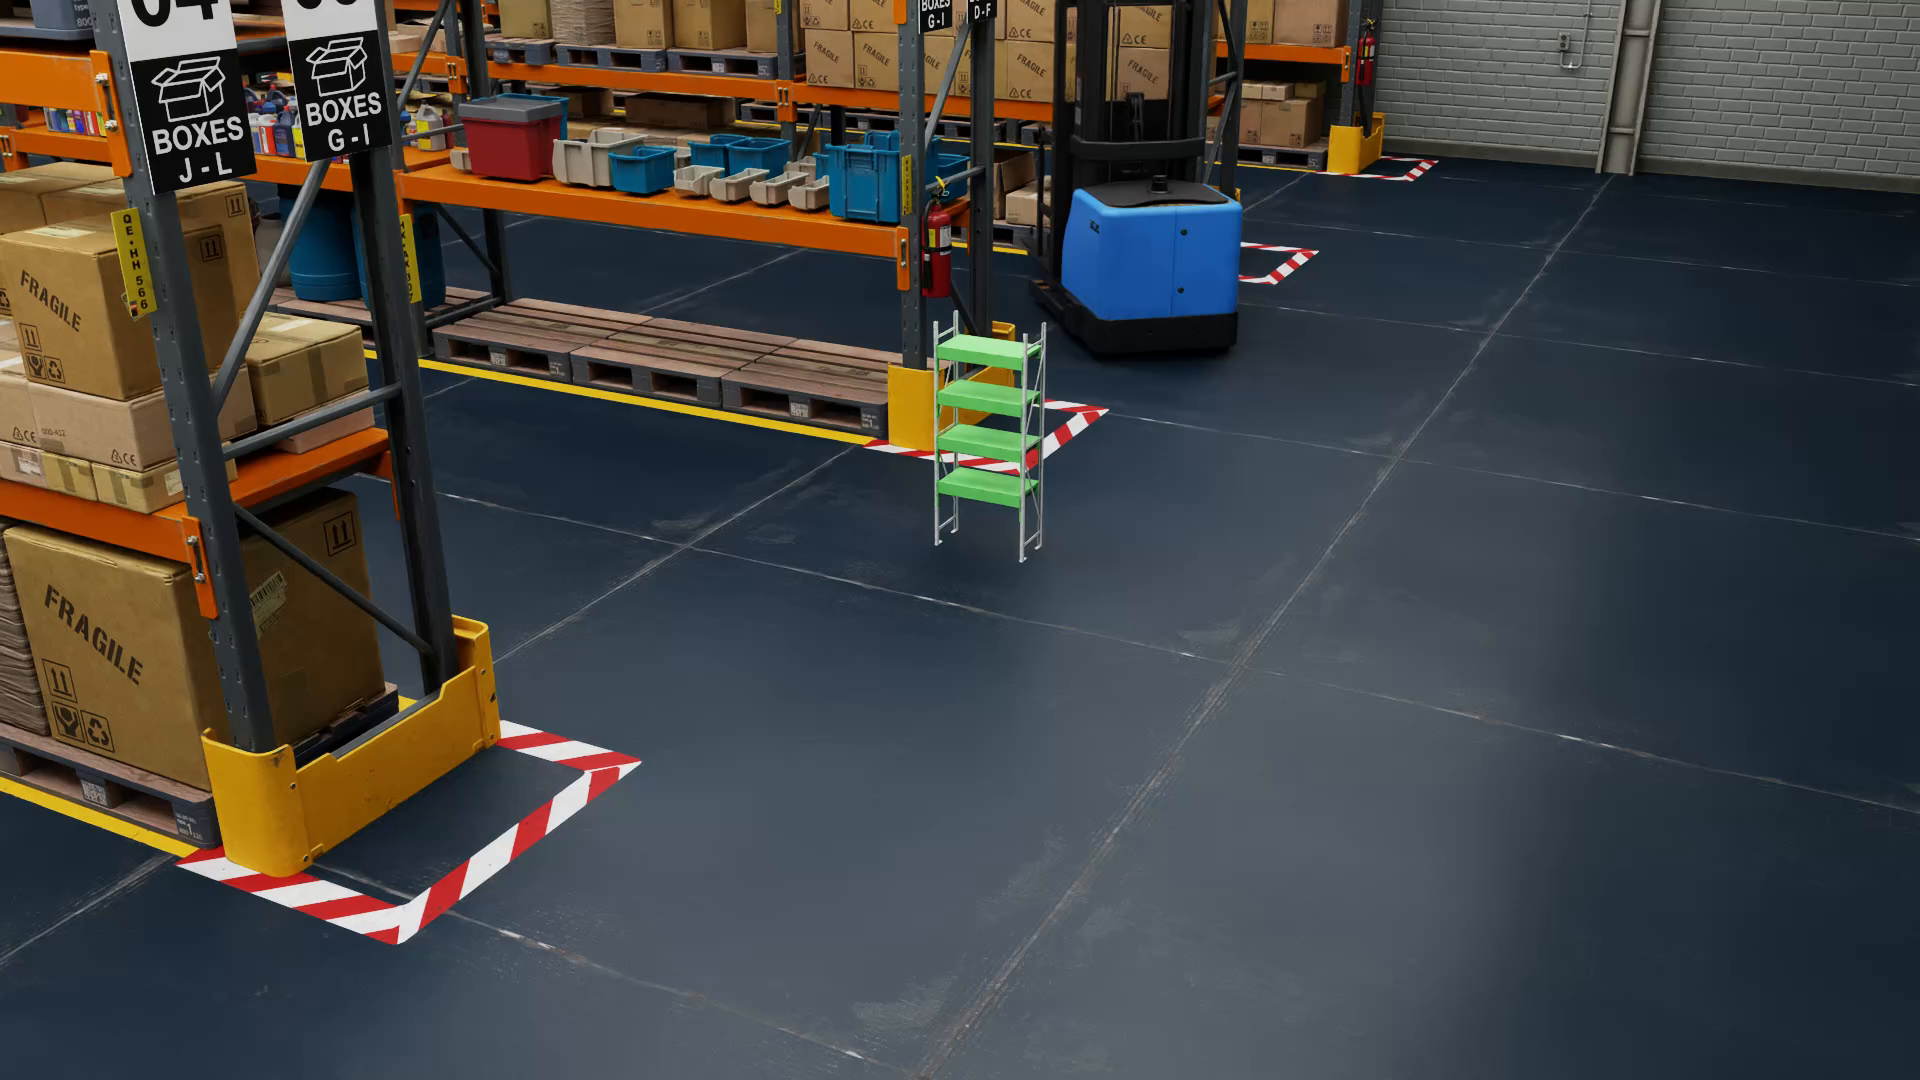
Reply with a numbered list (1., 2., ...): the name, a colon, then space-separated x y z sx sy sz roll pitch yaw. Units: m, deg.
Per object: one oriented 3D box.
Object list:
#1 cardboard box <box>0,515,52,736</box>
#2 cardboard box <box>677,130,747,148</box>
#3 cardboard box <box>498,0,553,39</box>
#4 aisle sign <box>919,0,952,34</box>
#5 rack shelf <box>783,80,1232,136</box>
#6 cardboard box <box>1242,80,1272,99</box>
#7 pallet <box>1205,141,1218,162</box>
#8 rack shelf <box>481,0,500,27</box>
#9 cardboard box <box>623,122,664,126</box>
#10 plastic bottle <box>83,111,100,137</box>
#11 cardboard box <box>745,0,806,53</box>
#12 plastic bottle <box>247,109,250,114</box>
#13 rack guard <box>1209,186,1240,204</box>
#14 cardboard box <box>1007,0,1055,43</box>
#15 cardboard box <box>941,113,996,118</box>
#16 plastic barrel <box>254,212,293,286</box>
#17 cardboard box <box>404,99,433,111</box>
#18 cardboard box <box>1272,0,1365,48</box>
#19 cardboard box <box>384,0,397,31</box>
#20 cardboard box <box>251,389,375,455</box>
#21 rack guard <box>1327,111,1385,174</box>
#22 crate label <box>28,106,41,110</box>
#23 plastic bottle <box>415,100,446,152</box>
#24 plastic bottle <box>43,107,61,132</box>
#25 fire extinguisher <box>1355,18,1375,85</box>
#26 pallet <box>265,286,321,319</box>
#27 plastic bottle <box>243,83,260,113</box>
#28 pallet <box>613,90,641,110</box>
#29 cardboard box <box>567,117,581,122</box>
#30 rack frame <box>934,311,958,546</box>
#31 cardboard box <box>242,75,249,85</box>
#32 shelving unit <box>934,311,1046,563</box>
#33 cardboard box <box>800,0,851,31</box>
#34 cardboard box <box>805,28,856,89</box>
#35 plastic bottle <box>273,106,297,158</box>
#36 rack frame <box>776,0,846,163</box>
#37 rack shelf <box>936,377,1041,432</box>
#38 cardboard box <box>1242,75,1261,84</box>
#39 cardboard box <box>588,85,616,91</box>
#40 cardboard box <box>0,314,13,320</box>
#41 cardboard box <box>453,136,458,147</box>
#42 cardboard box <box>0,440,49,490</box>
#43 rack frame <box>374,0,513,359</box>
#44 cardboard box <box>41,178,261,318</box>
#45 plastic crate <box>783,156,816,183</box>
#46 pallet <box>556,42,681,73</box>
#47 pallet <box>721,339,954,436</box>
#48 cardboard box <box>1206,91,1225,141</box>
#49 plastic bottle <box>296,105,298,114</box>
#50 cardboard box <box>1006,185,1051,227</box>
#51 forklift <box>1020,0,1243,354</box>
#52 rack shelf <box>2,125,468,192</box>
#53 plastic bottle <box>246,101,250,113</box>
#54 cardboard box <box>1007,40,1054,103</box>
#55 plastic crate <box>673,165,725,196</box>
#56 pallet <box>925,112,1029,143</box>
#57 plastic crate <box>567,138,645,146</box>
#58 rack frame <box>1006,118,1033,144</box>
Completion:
1. cardboard box: -3.721 0.132 6.785 0.875 0.875 0.875 11 25 25
2. cardboard box: -2.406 -3.702 16.253 0.500 0.500 0.500 11 26 25
3. cardboard box: -4.356 -5.446 17.059 0.500 0.500 0.700 3 23 7
4. aisle sign: -0.135 -3.218 9.162 0.004 0.787 0.394 11 25 25
5. rack shelf: 0.386 -3.888 14.979 4.000 0.370 1.077 11 25 25
6. cardboard box: 3.308 -5.031 18.575 0.250 0.149 0.380 12 26 26
7. pallet: 2.569 -4.643 19.398 1.213 0.211 1.003 11 25 25
8. rack shelf: -4.521 -7.031 22.370 4.000 0.370 1.077 11 25 25
9. cardboard box: -3.095 -4.066 17.109 0.500 0.500 0.500 10 25 23
10. plastic bottle: -6.553 -3.221 12.650 0.135 0.276 0.152 11 25 25
11. cardboard box: -1.721 -4.973 15.947 0.500 0.500 0.700 3 23 7
12. plastic bottle: -5.198 -3.006 12.149 0.097 0.271 0.097 0 23 0
13. rack guard: 2.103 -2.729 14.528 0.348 0.500 1.175 11 25 25
14. cardboard box: 0.734 -4.533 14.172 0.500 0.500 0.500 12 26 26
15. cardboard box: 0.194 -5.576 20.240 0.750 0.750 0.750 12 26 25
16. plastic barrel: -5.210 -2.249 12.848 0.421 0.512 0.421 0 23 0
17. cardboard box: -6.014 -4.560 17.901 0.500 0.311 0.500 11 25 24
18. cardboard box: 3.943 -5.821 18.222 0.700 0.700 0.980 12 26 27
19. cardboard box: -6.473 -5.615 17.993 0.500 0.500 0.500 10 25 22
20. cardboard box: -2.470 -0.469 6.341 0.250 0.149 0.380 12 26 25
21. rack guard: 4.424 -4.442 18.556 0.348 0.500 1.175 11 25 25
22. crate label: -7.971 -3.835 13.891 0.616 0.435 0.502 11 25 25
23. plastic bottle: -3.841 -3.003 12.041 0.185 0.351 0.144 11 25 25
24. plastic bottle: -6.966 -3.303 12.842 0.135 0.276 0.152 11 25 25
25. fire extinguisher: 4.329 -5.202 17.724 0.183 0.674 0.296 11 25 25
26. pallet: -5.400 -1.925 13.008 1.213 0.211 1.003 11 25 25
27. plastic bottle: -5.510 -3.360 12.880 0.185 0.351 0.144 11 25 25
28. pallet: -4.518 -6.080 22.778 1.213 0.211 1.003 11 25 25
29. cardboard box: -4.221 -4.060 17.096 0.500 0.500 0.500 10 25 23
30. rack frame: -0.070 -0.566 8.548 0.015 1.200 0.240 11 25 25
31. cardboard box: -8.811 -5.449 19.749 0.500 0.500 0.500 11 25 25
32. shelving unit: 0.148 -0.523 8.446 0.503 1.200 0.258 11 25 25
33. cardboard box: -1.105 -4.897 15.026 0.500 0.500 0.500 12 26 26
34. cardboard box: -1.067 -4.433 15.213 0.500 0.500 0.500 12 26 26
35. plastic bottle: -4.770 -2.901 11.801 0.185 0.351 0.144 11 25 25
36. rack frame: -1.399 -4.572 15.668 0.127 3.000 1.000 11 25 25
37. rack shelf: 0.148 -0.685 8.378 0.480 0.148 0.258 11 25 25
38. cardboard box: 3.259 -5.208 18.992 0.250 0.149 0.380 11 26 25
39. cardboard box: -4.721 -6.466 22.753 0.500 0.500 0.700 12 26 25
40. cardboard box: -3.522 -0.833 6.688 0.500 0.250 0.500 10 25 23
41. cardboard box: -5.548 -4.214 17.803 0.500 0.250 0.500 12 26 26
42. cardboard box: -3.226 -0.329 6.012 0.250 0.149 0.380 11 26 25
43. rack frame: -3.637 -2.843 11.602 0.127 3.000 1.000 11 25 25
44. cardboard box: -3.055 -1.087 6.327 0.500 0.500 0.500 11 25 23
45. plastic crate: -0.993 -2.407 10.837 0.298 0.136 0.250 11 25 25
46. pallet: -3.231 -4.848 16.563 1.213 0.211 1.003 11 25 25
47. pallet: -0.786 -1.013 10.861 1.213 0.211 1.003 11 25 25
48. cardboard box: 2.837 -4.905 19.109 0.500 0.500 0.700 10 25 23
49. plastic bottle: -5.003 -3.233 12.684 0.097 0.271 0.097 0 23 0
50. cardboard box: 0.740 -2.991 14.902 0.500 0.250 0.500 11 25 25
51. forklift: 1.165 -3.199 12.528 1.130 2.935 3.031 -5 23 -11
52. rack shelf: -5.422 -2.865 12.573 4.000 0.370 1.077 11 25 25
53. plastic bottle: -5.533 -3.288 12.798 0.133 0.283 0.061 11 25 25
54. cardboard box: 0.741 -4.076 14.375 0.500 0.500 0.500 11 26 25
55. plastic crate: -1.661 -2.266 10.506 0.250 0.136 0.298 11 25 25
56. pallet: 0.110 -5.130 20.542 1.213 0.211 1.003 11 25 25
57. plastic crate: -2.517 -2.640 11.400 0.590 0.125 0.437 11 25 25
58. rack frame: 0.833 -6.303 19.738 0.127 3.000 1.000 11 25 25
